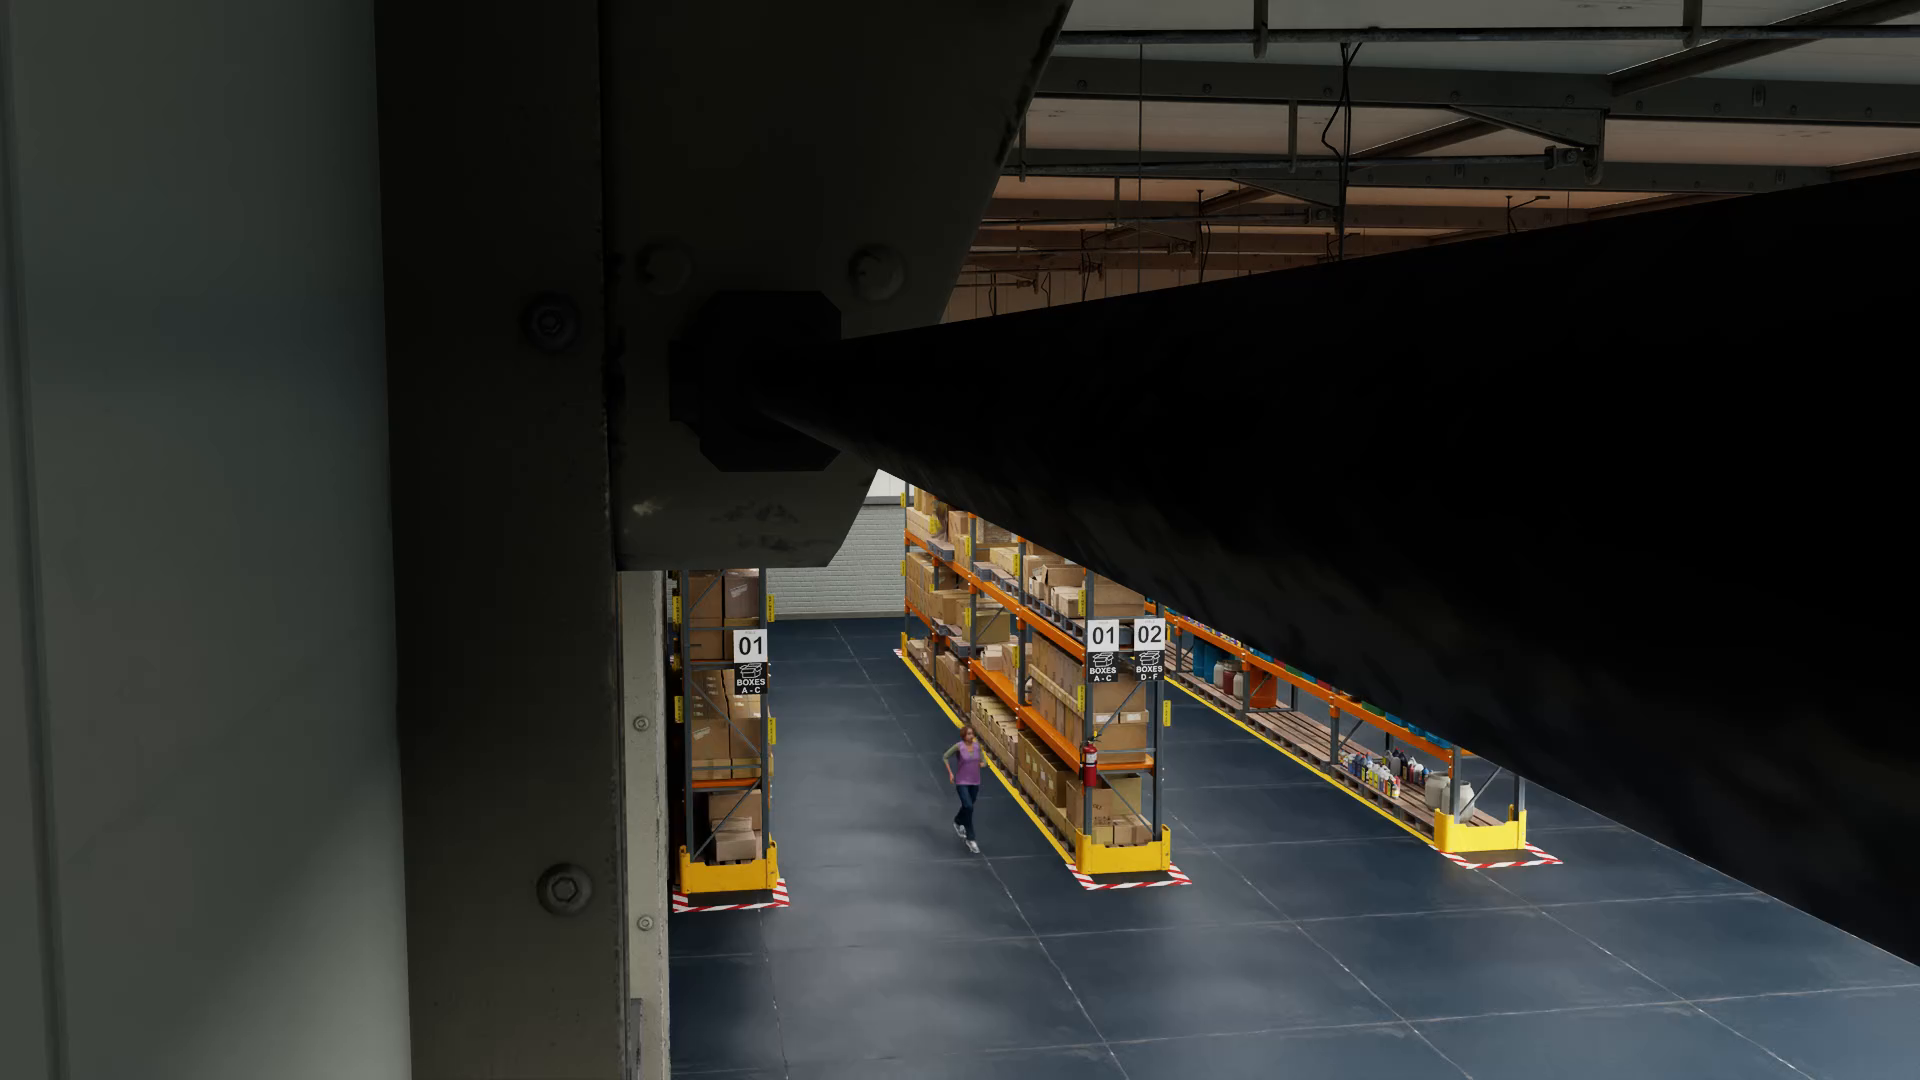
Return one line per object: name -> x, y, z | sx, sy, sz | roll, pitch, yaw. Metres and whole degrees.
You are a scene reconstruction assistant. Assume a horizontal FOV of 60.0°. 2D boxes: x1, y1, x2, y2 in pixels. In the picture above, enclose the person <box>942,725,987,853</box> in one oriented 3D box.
person -> 0.087, 3.241, 21.995 | 0.519, 1.626, 0.797 | -3, 7, -30
